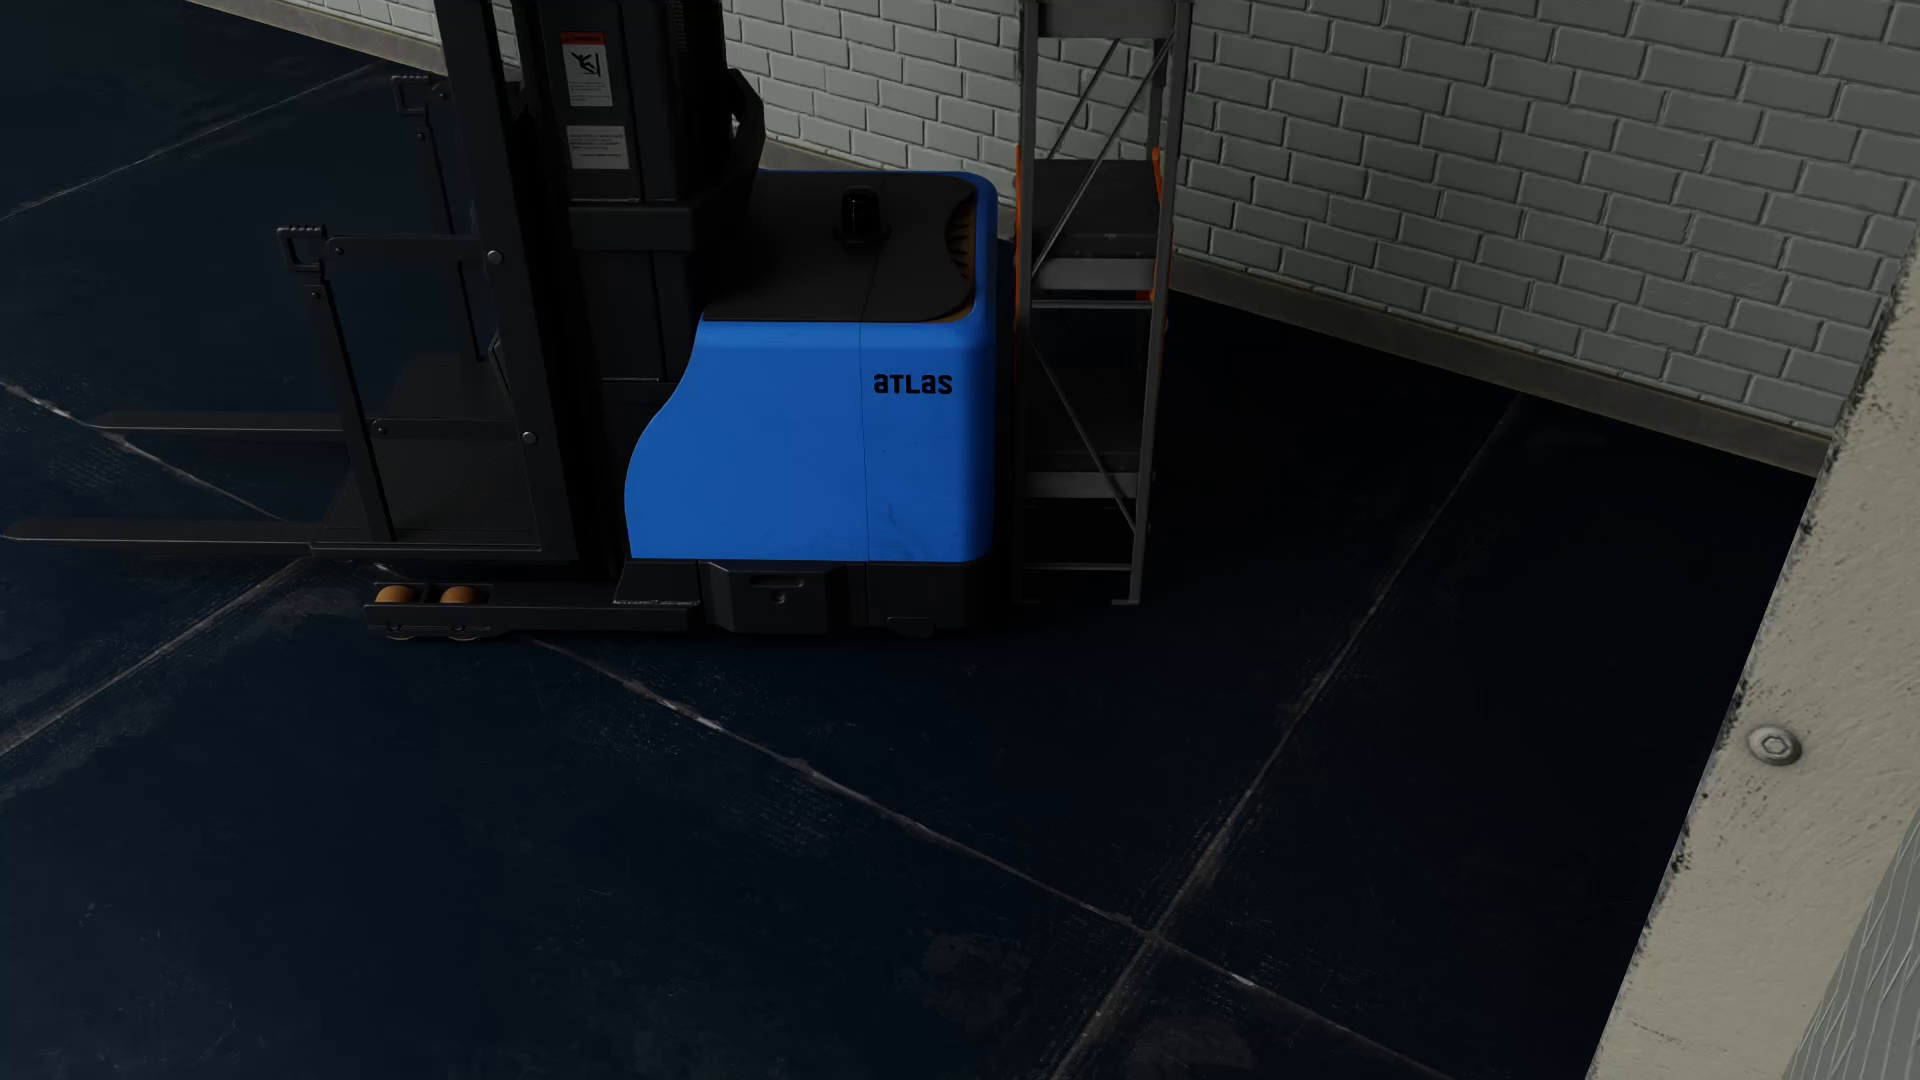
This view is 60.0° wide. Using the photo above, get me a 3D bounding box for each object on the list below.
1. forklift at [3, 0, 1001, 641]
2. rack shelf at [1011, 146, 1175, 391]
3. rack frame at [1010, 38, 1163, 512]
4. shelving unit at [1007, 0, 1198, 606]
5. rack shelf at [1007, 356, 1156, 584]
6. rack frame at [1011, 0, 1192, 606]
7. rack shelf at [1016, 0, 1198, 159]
[{"bbox_3d":[-1.397,-1.179,4.542,3.031,2.935,1.130,1,38,1],"label":"forklift"},{"bbox_3d":[0.362,-0.774,4.719,0.431,0.518,0.480,1,38,1],"label":"rack shelf"},{"bbox_3d":[0.367,-0.933,4.904,0.400,2.100,0.015,1,38,1],"label":"rack frame"},{"bbox_3d":[0.362,-0.784,4.711,0.431,2.100,0.503,1,38,1],"label":"shelving unit"},{"bbox_3d":[0.362,-0.219,5.147,0.431,0.518,0.480,1,38,1],"label":"rack shelf"},{"bbox_3d":[0.357,-0.636,4.518,0.400,2.100,0.015,1,38,1],"label":"rack frame"},{"bbox_3d":[0.362,-1.328,4.292,0.431,0.518,0.480,1,38,1],"label":"rack shelf"}]
